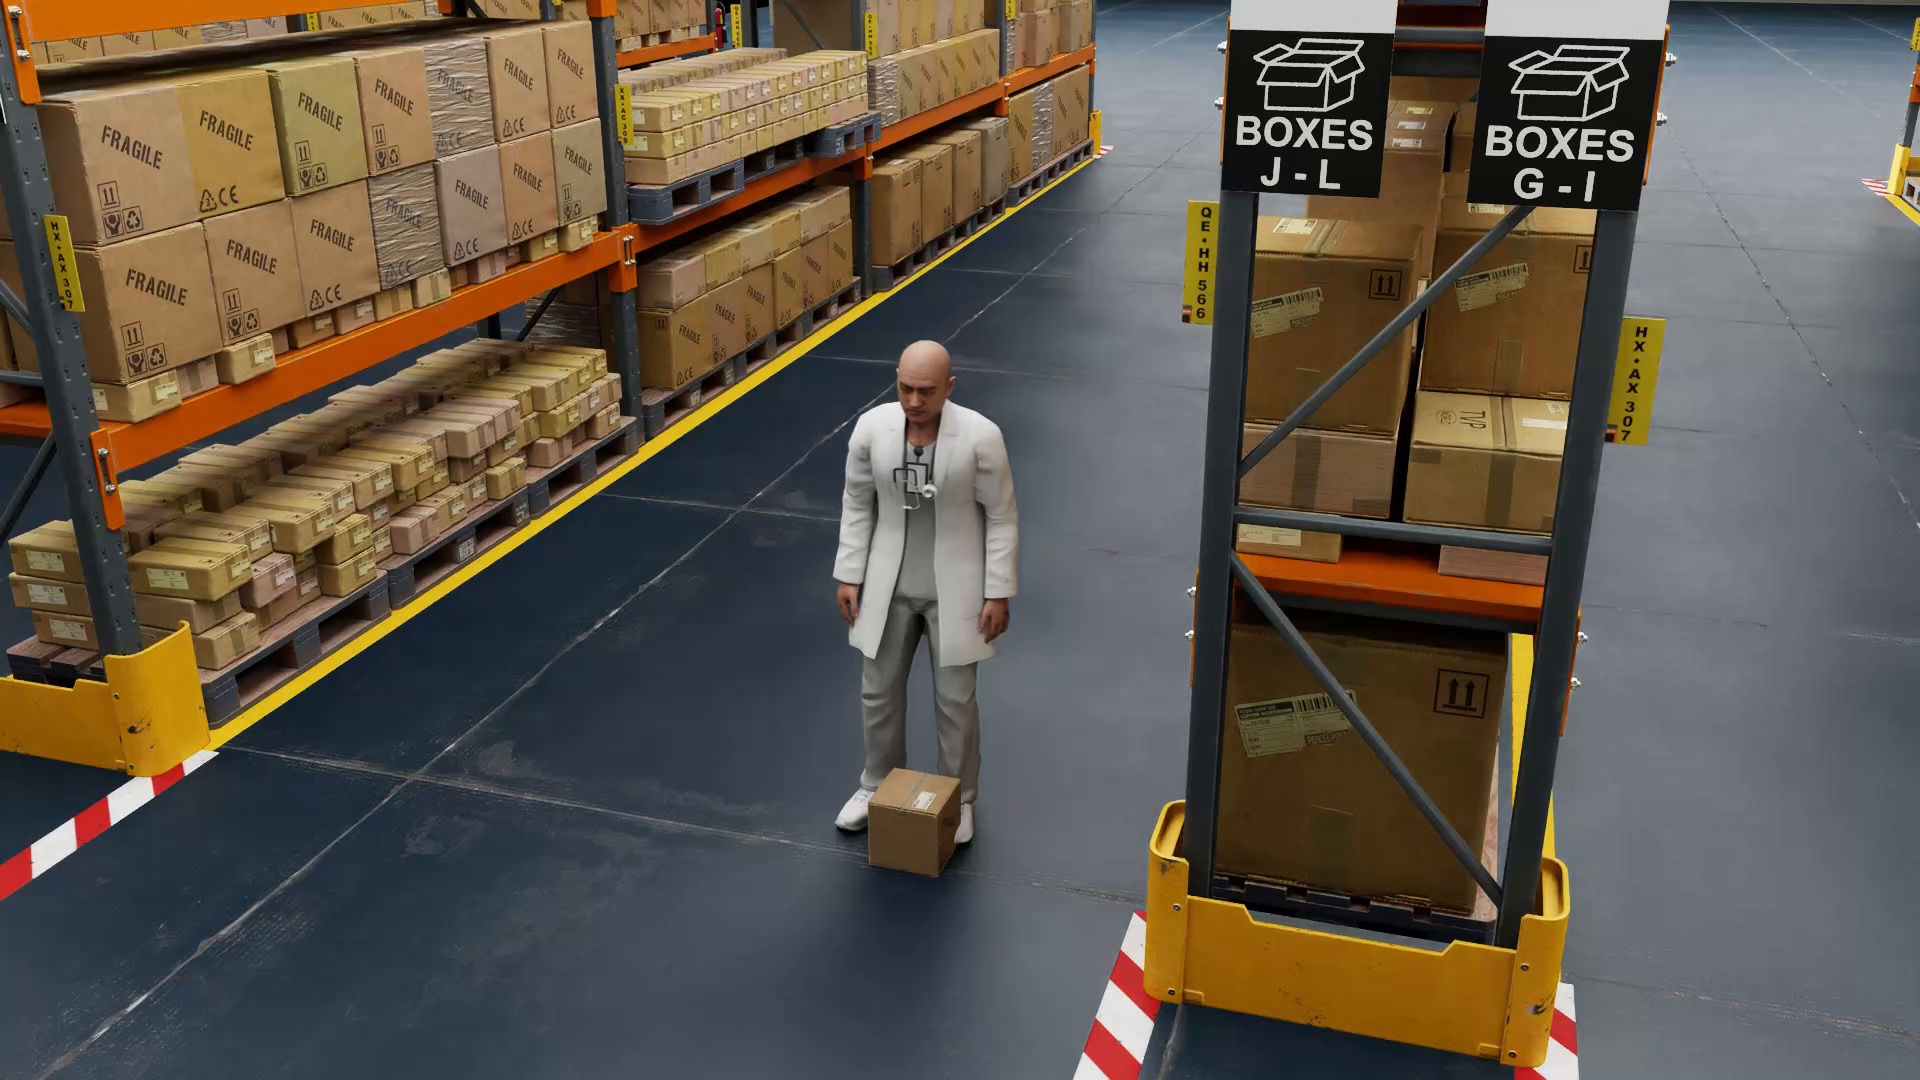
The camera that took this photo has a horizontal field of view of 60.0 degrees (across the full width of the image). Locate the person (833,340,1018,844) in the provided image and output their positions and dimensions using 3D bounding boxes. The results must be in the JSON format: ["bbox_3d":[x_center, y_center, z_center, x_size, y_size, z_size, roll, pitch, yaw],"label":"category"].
[{"bbox_3d":[-0.119,0.171,5.677,0.649,1.774,0.420,6,22,14],"label":"person"}]
